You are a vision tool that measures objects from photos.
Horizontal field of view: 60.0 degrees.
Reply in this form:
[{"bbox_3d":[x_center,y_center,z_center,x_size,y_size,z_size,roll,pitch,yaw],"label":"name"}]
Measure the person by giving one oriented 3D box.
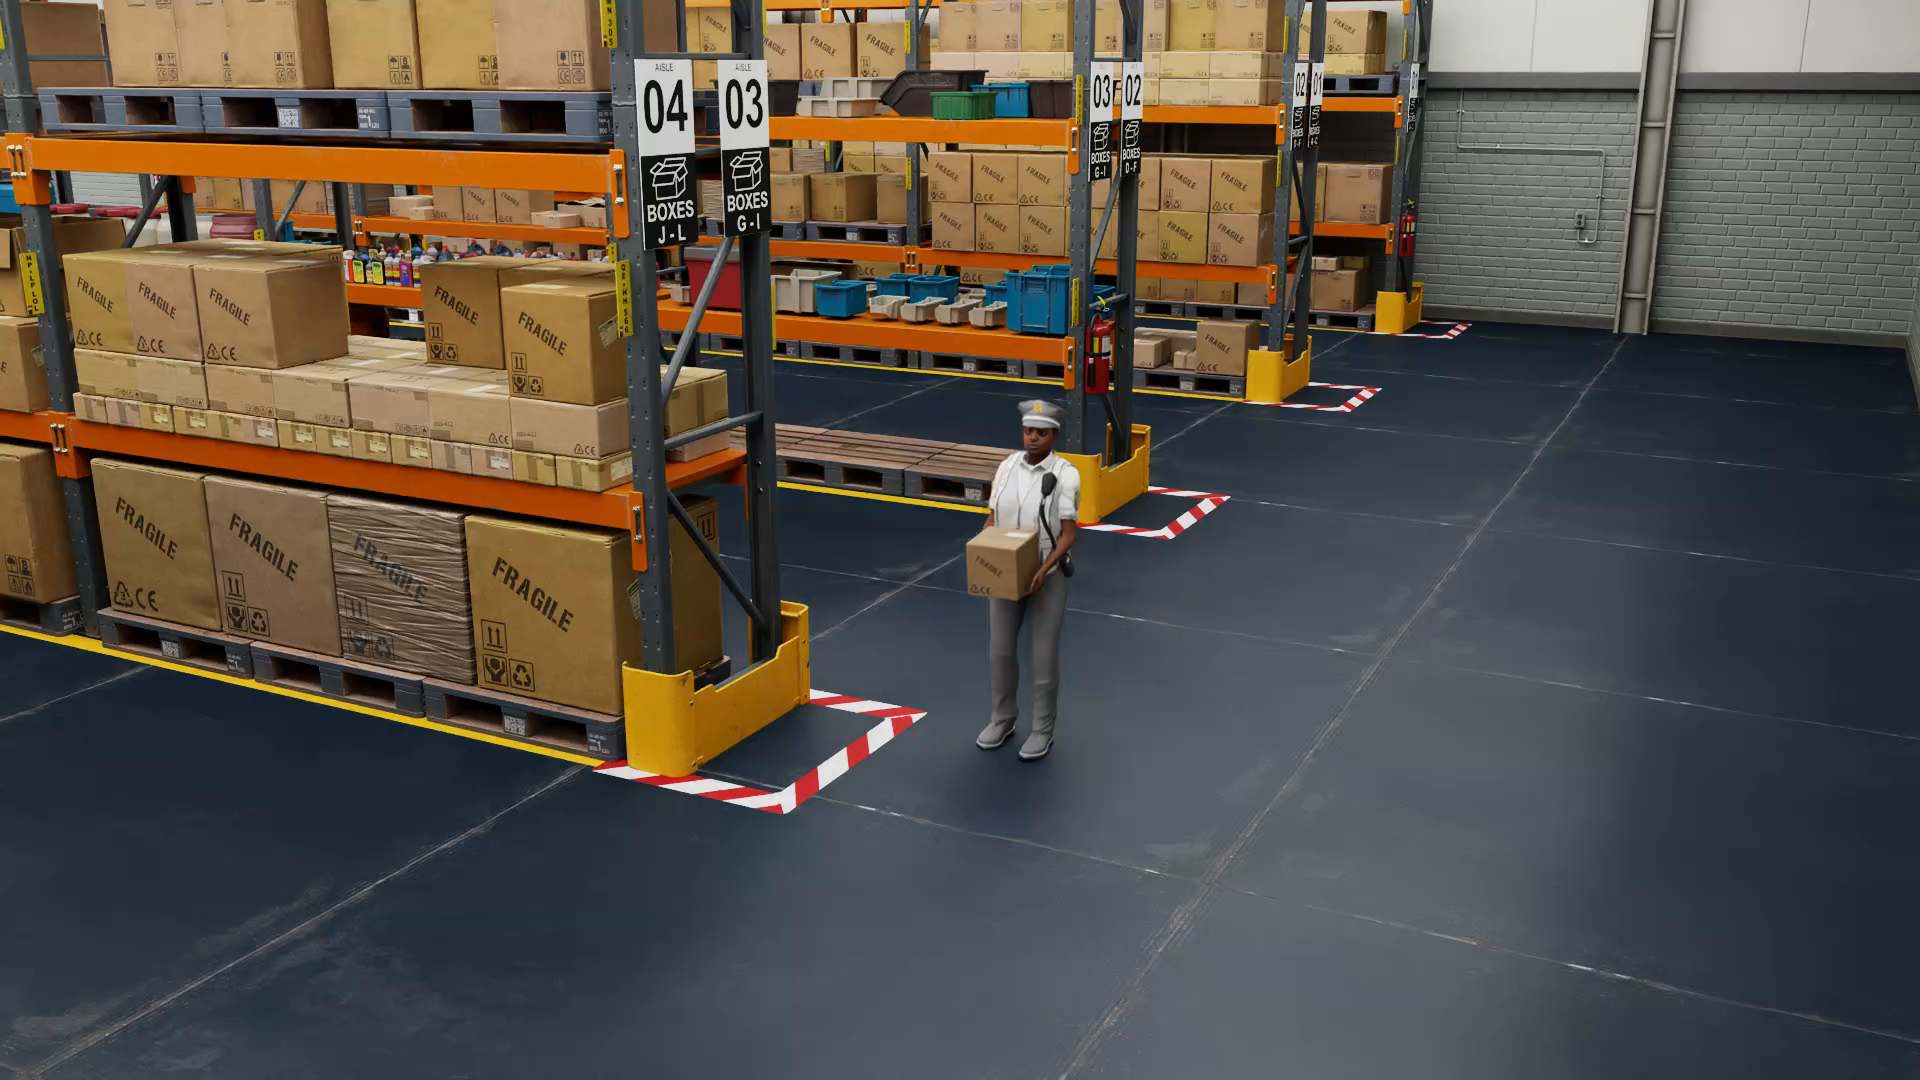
[{"bbox_3d":[0.311,0.185,7.815,0.455,1.697,0.530,6,17,22],"label":"person"}]
